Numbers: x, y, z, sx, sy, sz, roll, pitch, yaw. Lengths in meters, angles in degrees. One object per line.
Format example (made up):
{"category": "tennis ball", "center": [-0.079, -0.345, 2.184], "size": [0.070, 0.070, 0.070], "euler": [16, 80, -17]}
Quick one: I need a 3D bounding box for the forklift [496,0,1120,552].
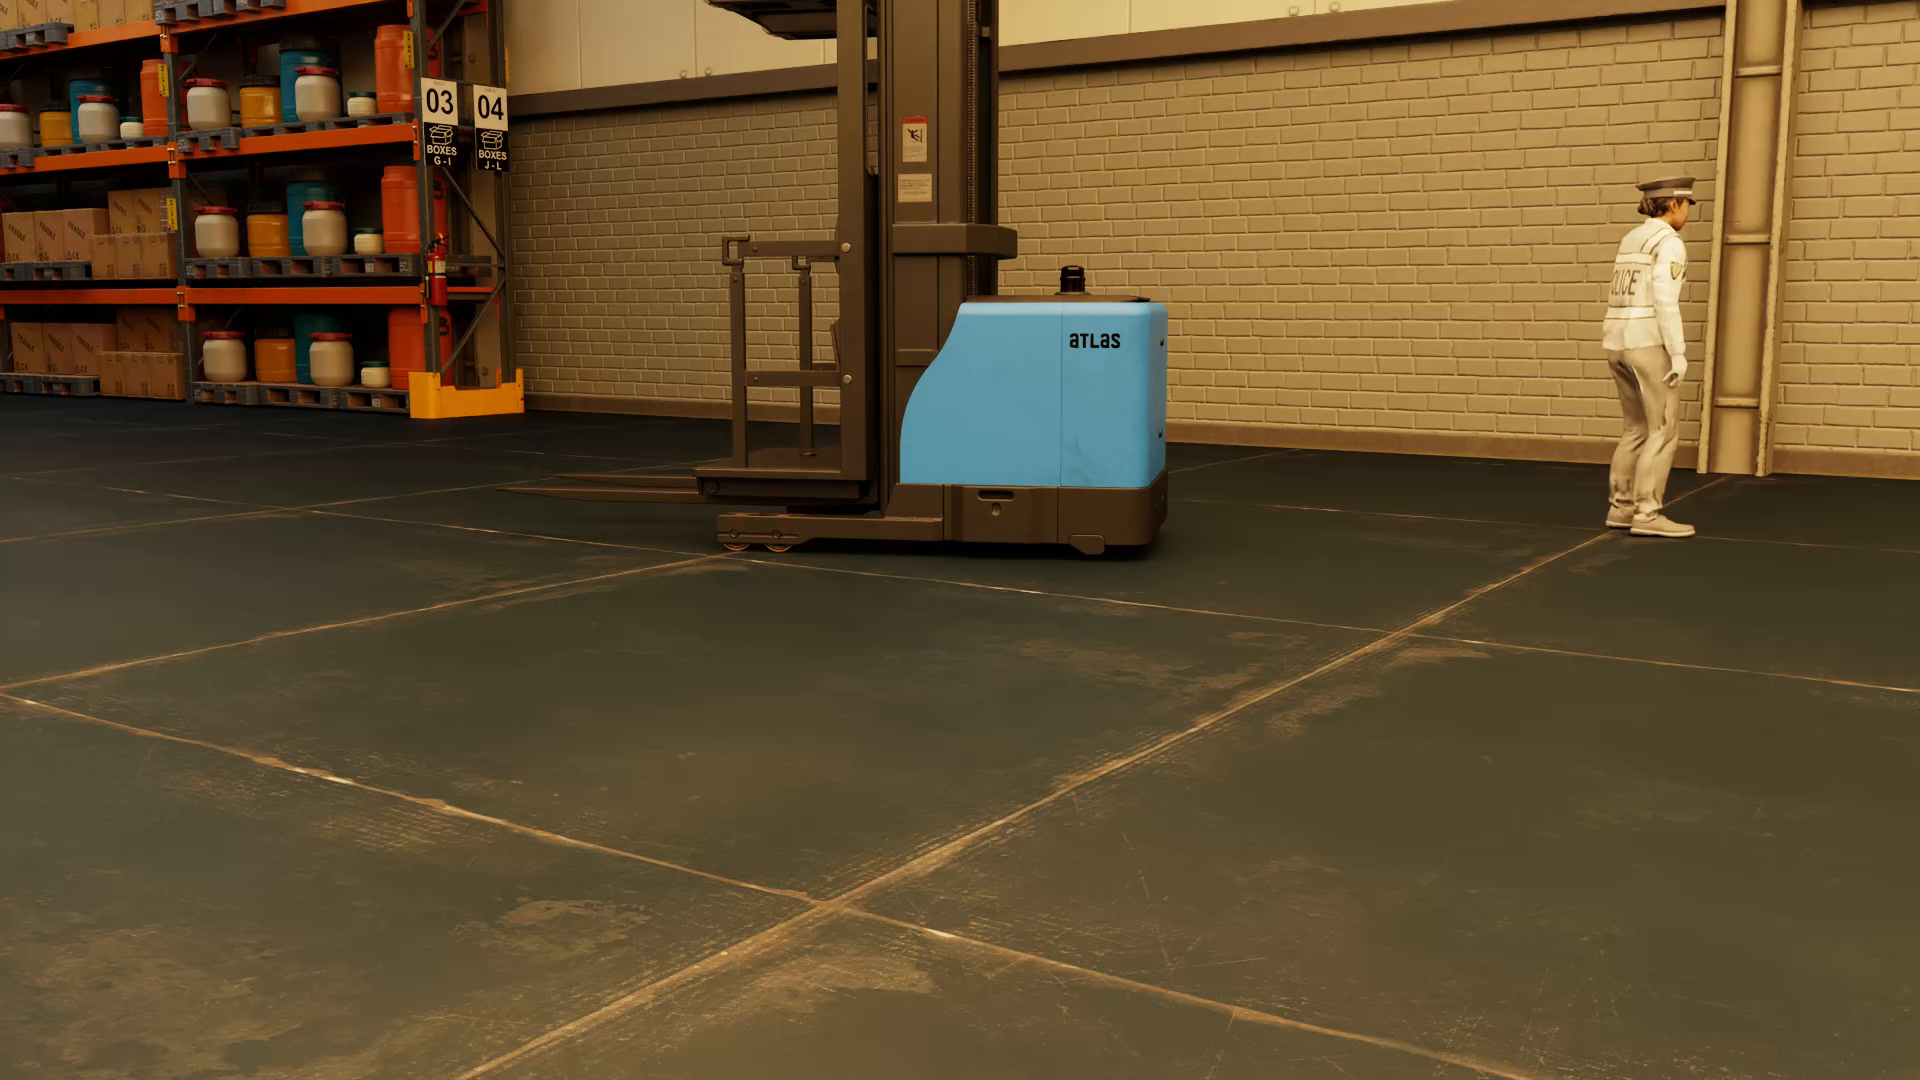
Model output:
{"category": "forklift", "center": [-0.595, -1.469, 7.524], "size": [3.031, 2.935, 1.121], "euler": [2, 8, 12]}

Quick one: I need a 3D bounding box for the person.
{"category": "person", "center": [3.219, -0.862, 7.777], "size": [0.372, 1.664, 0.530], "euler": [-1, 8, -5]}
